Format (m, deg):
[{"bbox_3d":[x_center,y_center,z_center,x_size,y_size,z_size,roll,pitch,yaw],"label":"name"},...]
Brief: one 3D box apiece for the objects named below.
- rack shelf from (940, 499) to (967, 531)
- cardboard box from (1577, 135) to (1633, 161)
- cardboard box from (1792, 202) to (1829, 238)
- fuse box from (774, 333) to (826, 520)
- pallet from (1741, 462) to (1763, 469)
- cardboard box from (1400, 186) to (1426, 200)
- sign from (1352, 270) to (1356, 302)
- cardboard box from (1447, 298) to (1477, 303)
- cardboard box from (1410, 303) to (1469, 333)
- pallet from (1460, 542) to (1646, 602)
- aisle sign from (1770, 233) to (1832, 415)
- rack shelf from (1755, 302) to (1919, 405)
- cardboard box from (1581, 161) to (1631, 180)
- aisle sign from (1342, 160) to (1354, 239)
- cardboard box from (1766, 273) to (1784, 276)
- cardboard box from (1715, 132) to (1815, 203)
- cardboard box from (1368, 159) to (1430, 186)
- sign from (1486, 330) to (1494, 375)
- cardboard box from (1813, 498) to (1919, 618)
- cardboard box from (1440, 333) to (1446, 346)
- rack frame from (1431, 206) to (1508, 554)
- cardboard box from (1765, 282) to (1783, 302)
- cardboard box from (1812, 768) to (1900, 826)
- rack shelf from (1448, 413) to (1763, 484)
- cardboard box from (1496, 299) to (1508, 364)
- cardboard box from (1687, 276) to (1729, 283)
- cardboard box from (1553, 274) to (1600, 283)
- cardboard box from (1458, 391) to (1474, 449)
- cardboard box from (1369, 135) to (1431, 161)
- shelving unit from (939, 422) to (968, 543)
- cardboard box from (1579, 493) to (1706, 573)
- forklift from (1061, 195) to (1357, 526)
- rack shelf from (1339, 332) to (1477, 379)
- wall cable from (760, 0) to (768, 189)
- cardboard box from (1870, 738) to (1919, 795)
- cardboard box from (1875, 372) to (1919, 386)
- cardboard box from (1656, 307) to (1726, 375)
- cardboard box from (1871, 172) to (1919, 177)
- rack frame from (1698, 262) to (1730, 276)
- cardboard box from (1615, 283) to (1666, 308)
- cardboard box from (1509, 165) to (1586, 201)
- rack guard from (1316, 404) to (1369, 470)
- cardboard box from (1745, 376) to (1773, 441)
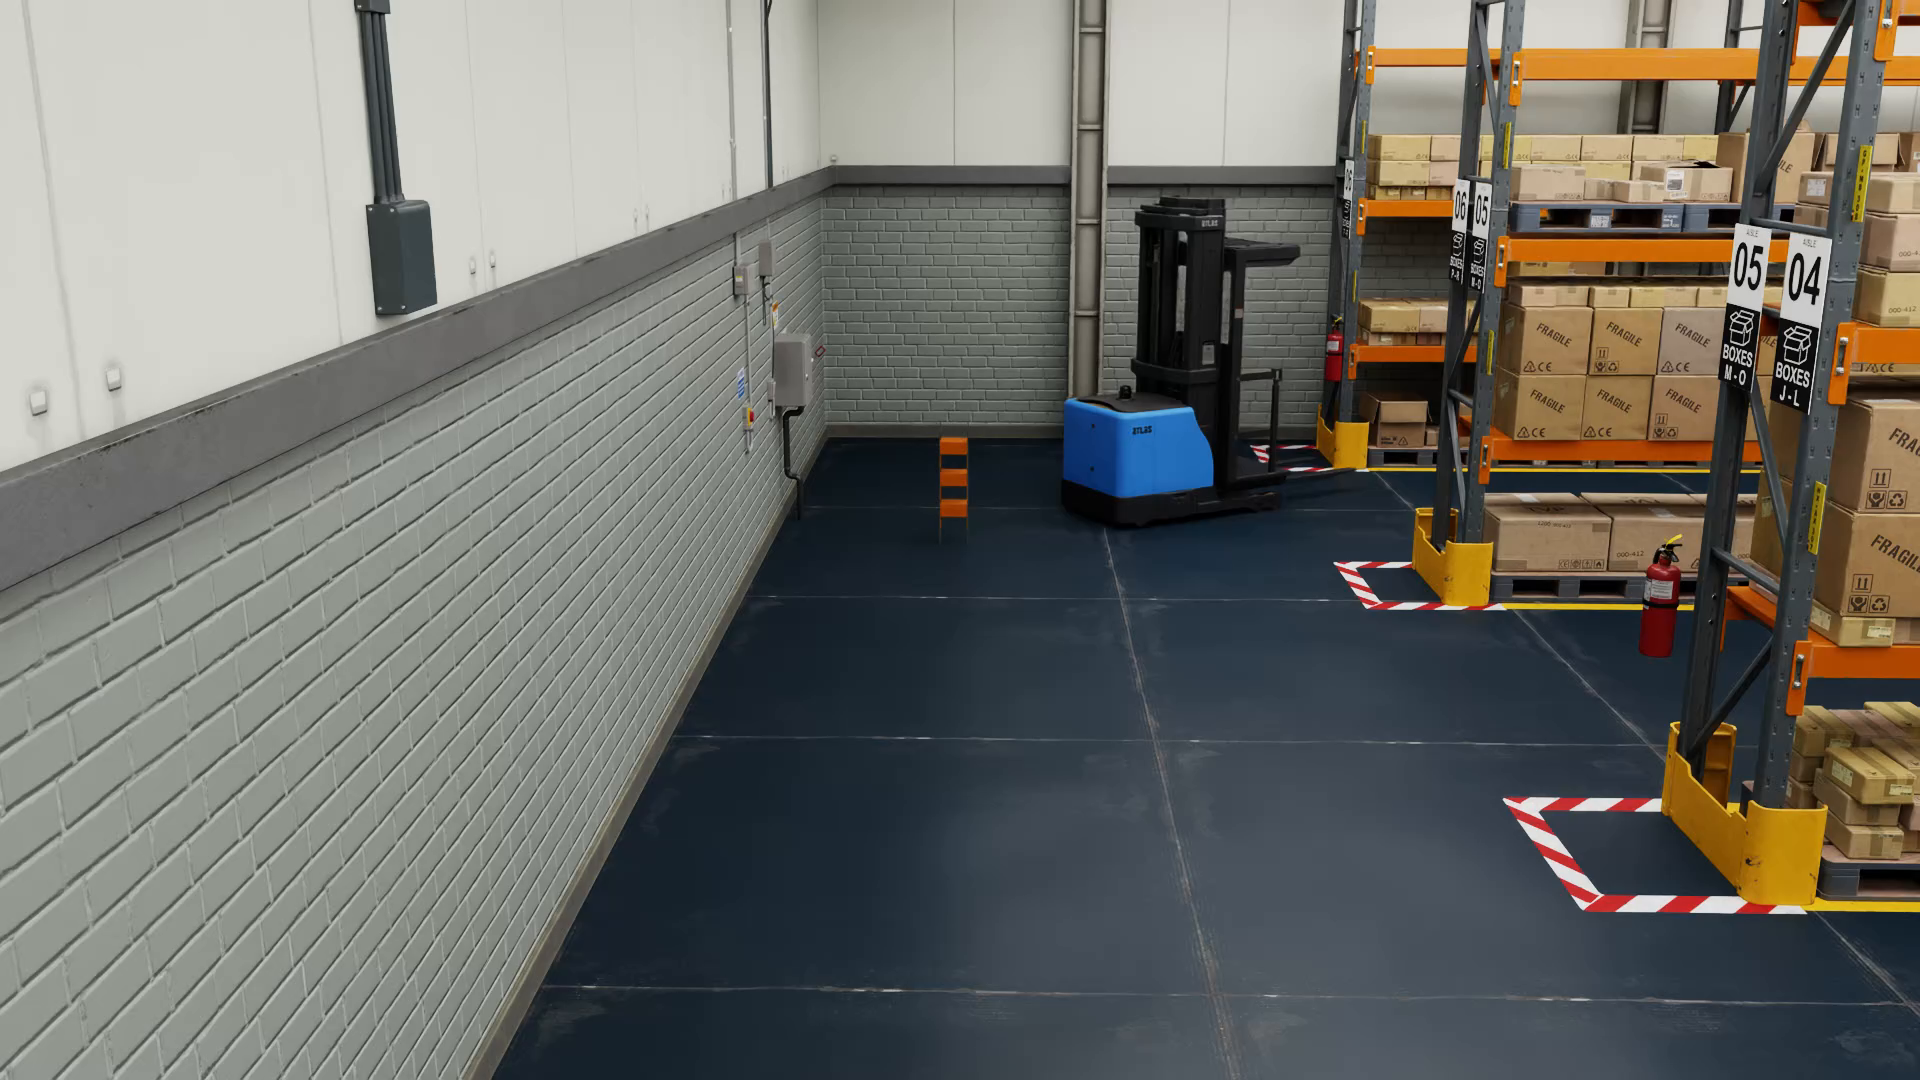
[{"bbox_3d":[-0.053,-0.229,14.781,0.240,0.259,0.215,0,15,1],"label":"rack shelf"},{"bbox_3d":[6.572,-4.036,17.108,0.500,0.250,0.500,1,15,2],"label":"cardboard box"},{"bbox_3d":[4.417,-1.503,8.089,0.500,0.250,0.500,0,15,0],"label":"cardboard box"},{"bbox_3d":[-1.463,-1.027,15.377,0.414,1.711,0.539,0,15,1],"label":"fuse box"},{"bbox_3d":[8.911,-0.980,18.141,1.213,0.211,1.003,0,15,1],"label":"pallet"},{"bbox_3d":[4.674,-3.623,17.303,0.250,0.149,0.380,1,15,2],"label":"cardboard box"},{"bbox_3d":[4.085,-2.630,17.232,0.005,0.325,0.100,0,15,1],"label":"sign"},{"bbox_3d":[5.575,-2.478,18.063,0.500,0.250,0.500,1,15,3],"label":"cardboard box"},{"bbox_3d":[5.049,-2.346,17.565,0.500,0.250,0.500,1,15,2],"label":"cardboard box"},{"bbox_3d":[4.777,0.249,13.481,1.213,0.211,1.003,0,15,1],"label":"pallet"},{"bbox_3d":[3.869,-1.002,7.662,0.004,0.787,0.394,0,15,1],"label":"aisle sign"},{"bbox_3d":[5.949,-0.911,7.942,4.000,0.370,1.077,0,15,1],"label":"rack shelf"},{"bbox_3d":[6.577,-3.792,17.163,0.500,0.250,0.500,1,15,3],"label":"cardboard box"},{"bbox_3d":[4.023,-3.533,17.253,0.004,0.787,0.394,0,15,1],"label":"aisle sign"},{"bbox_3d":[8.575,-2.515,17.474,0.500,0.500,0.700,1,15,3],"label":"cardboard box"},{"bbox_3d":[5.987,-2.783,12.413,0.500,0.500,0.500,1,15,2],"label":"cardboard box"},{"bbox_3d":[4.535,-3.799,17.191,0.500,0.250,0.500,0,15,1],"label":"cardboard box"},{"bbox_3d":[3.955,-1.400,12.412,0.005,0.325,0.100,0,15,1],"label":"sign"},{"bbox_3d":[4.392,0.060,7.953,0.500,0.500,0.500,1,15,4],"label":"cardboard box"},{"bbox_3d":[5.190,-2.156,17.626,0.250,0.149,0.380,1,15,3],"label":"cardboard box"},{"bbox_3d":[3.975,-1.084,13.069,0.127,3.000,1.000,0,15,1],"label":"rack frame"},{"bbox_3d":[6.136,-1.847,12.532,0.250,0.149,0.380,0,15,1],"label":"cardboard box"},{"bbox_3d":[4.467,1.279,8.293,0.250,0.149,0.380,1,15,4],"label":"cardboard box"},{"bbox_3d":[5.975,-0.723,13.112,4.000,0.370,1.077,0,15,1],"label":"rack shelf"},{"bbox_3d":[4.463,-1.674,13.147,0.500,0.500,0.500,1,15,3],"label":"cardboard box"},{"bbox_3d":[5.878,-1.978,13.028,0.250,0.149,0.380,1,15,3],"label":"cardboard box"},{"bbox_3d":[4.854,-2.003,13.123,0.250,0.149,0.380,0,15,1],"label":"cardboard box"},{"bbox_3d":[5.561,-1.301,17.967,0.500,0.500,0.700,1,15,4],"label":"cardboard box"},{"bbox_3d":[4.536,-4.046,17.148,0.500,0.250,0.500,0,15,1],"label":"cardboard box"},{"bbox_3d":[-0.053,-0.508,14.707,0.252,1.050,0.215,0,15,1],"label":"shelving unit"},{"bbox_3d":[5.553,-0.066,13.408,0.875,0.438,0.875,1,15,3],"label":"cardboard box"},{"bbox_3d":[2.504,-1.793,15.892,3.031,2.935,1.130,-8,17,-29],"label":"forklift"},{"bbox_3d":[6.098,-1.989,17.910,4.000,0.370,1.077,0,15,1],"label":"rack shelf"},{"bbox_3d":[-1.696,-4.142,12.899,0.029,3.000,2.355,0,15,1],"label":"wall cable"},{"bbox_3d":[4.744,1.128,8.284,0.250,0.149,0.380,1,15,2],"label":"cardboard box"},{"bbox_3d":[4.920,-0.554,8.320,0.500,0.500,0.500,0,15,0],"label":"cardboard box"},{"bbox_3d":[5.479,-1.537,12.631,0.500,0.500,0.500,0,15,1],"label":"cardboard box"},{"bbox_3d":[4.534,-1.685,8.000,0.250,0.149,0.380,1,15,2],"label":"cardboard box"},{"bbox_3d":[8.097,-2.324,17.768,0.127,3.000,1.000,0,15,1],"label":"rack frame"},{"bbox_3d":[5.108,-1.845,12.526,0.250,0.149,0.380,0,15,0],"label":"cardboard box"},{"bbox_3d":[4.428,-2.733,12.715,0.500,0.250,0.500,-1,15,-4],"label":"cardboard box"},{"bbox_3d":[4.174,-1.141,18.184,0.348,0.500,1.175,0,15,1],"label":"rack guard"},{"bbox_3d":[5.964,-1.053,12.755,0.500,0.500,0.500,1,15,3],"label":"cardboard box"}]
